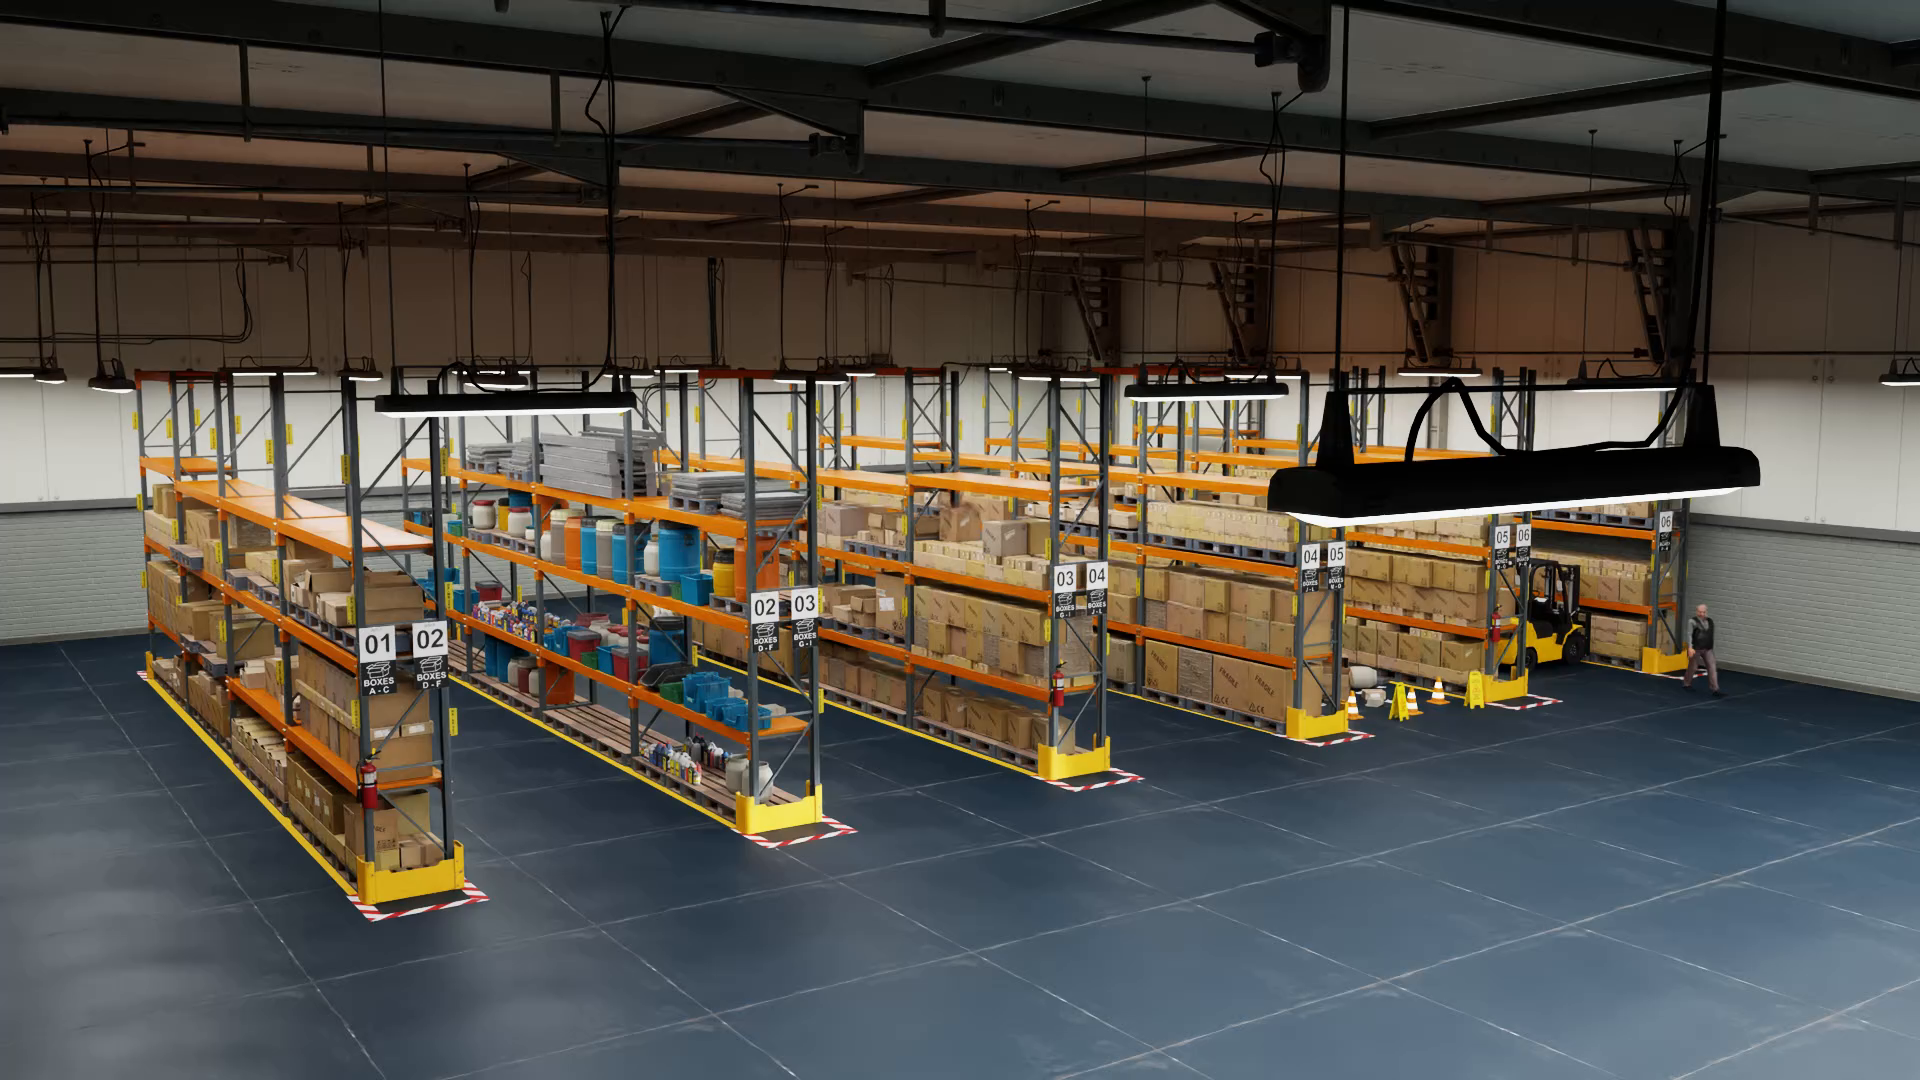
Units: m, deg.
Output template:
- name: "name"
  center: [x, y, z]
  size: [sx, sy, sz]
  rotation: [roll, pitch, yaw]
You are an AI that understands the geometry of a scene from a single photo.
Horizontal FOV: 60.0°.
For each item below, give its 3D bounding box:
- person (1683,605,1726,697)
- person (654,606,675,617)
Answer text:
- name: "person"
  center: [13.716, 2.034, 30.707]
  size: [0.584, 1.689, 0.900]
  rotation: [0, 6, -2]
- name: "person"
  center: [-5.863, 1.764, 33.115]
  size: [0.515, 1.612, 1.034]
  rotation: [-4, 8, -31]
